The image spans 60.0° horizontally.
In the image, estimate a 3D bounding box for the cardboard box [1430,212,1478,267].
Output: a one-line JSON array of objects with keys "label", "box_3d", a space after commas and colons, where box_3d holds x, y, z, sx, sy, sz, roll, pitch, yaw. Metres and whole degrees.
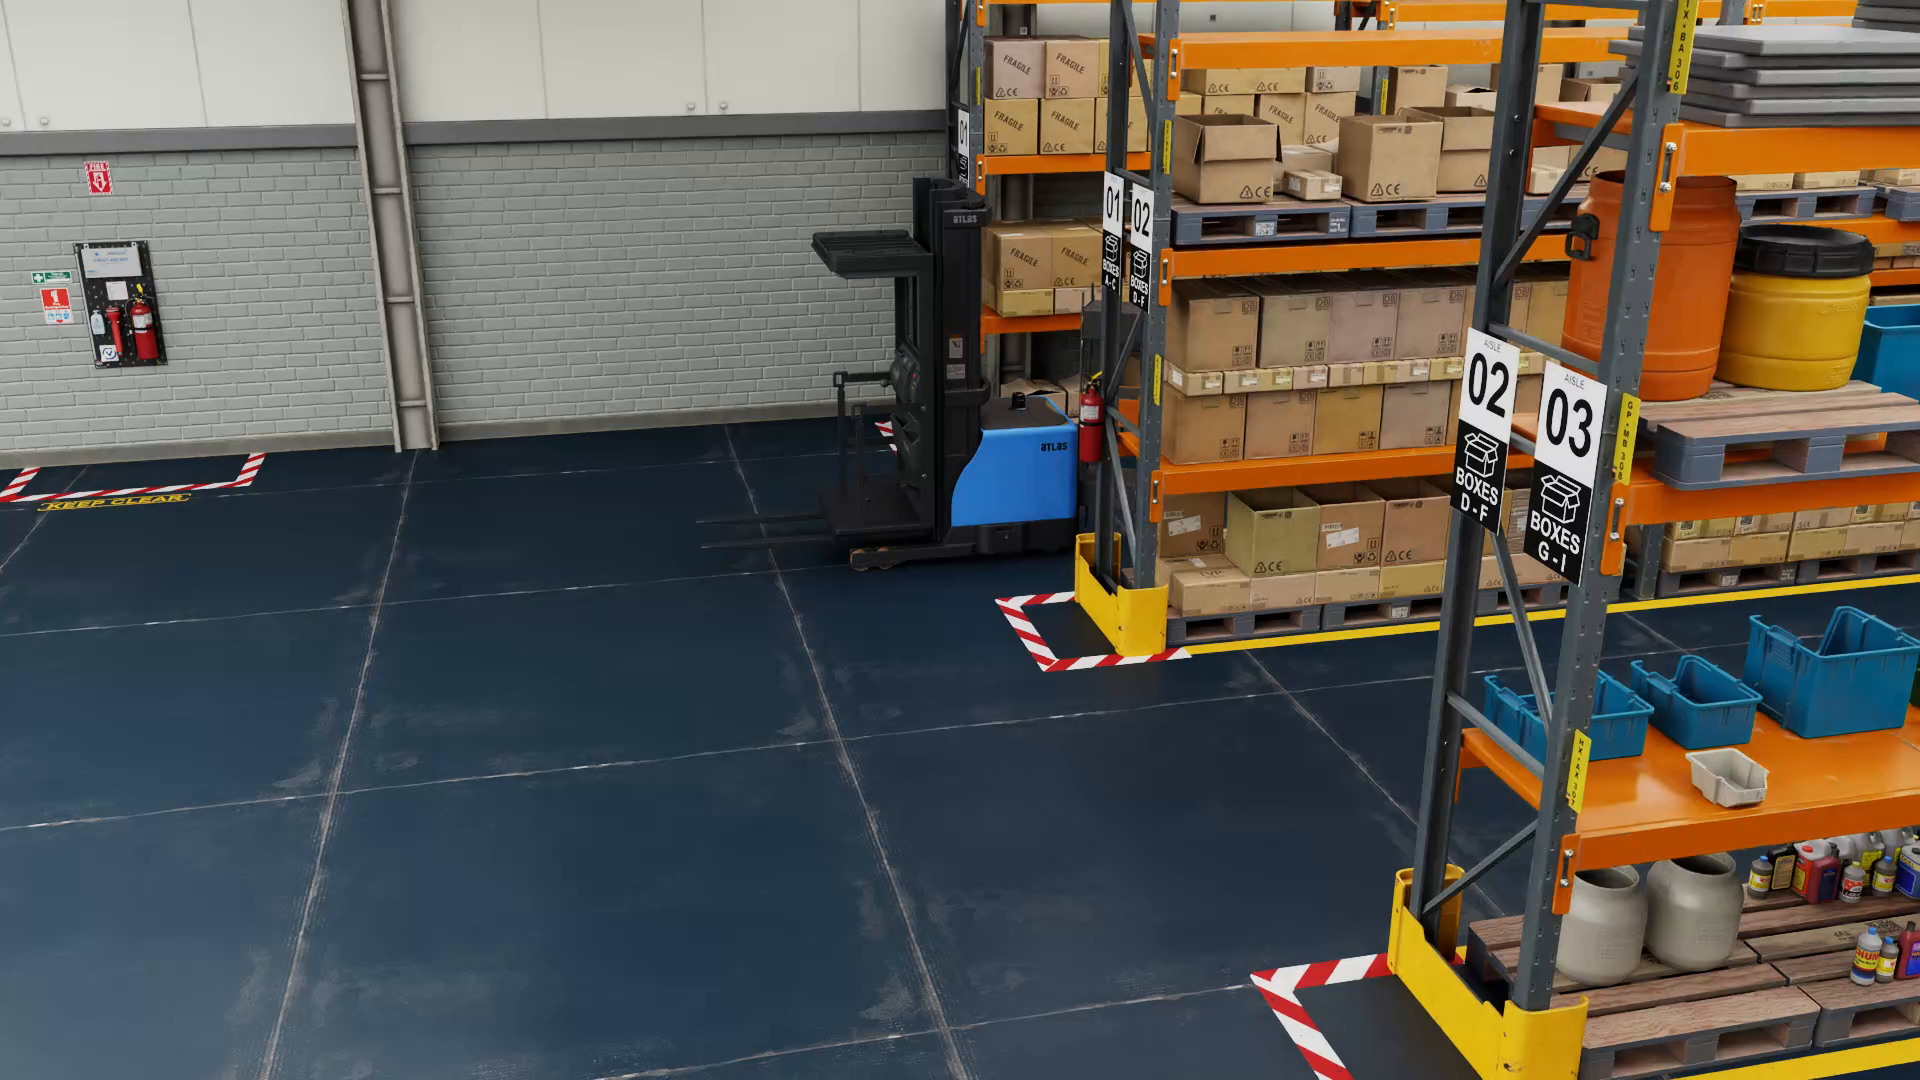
[{"label": "cardboard box", "box_3d": [4.977, -3.098, 17.125, 0.500, 0.500, 0.700, -3, 20, -7]}]

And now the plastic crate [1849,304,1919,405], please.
[{"label": "plastic crate", "box_3d": [4.101, -0.793, 7.281, 0.575, 0.384, 0.392, -5, 21, -12]}]

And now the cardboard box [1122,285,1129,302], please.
[{"label": "cardboard box", "box_3d": [1.582, -2.412, 16.228, 0.500, 0.250, 0.500, -5, 21, -13]}]

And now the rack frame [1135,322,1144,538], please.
[{"label": "rack frame", "box_3d": [1.483, -0.969, 13.405, 0.015, 2.100, 0.400, 6, 21, 15]}]

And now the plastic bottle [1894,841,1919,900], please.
[{"label": "plastic bottle", "box_3d": [4.788, 1.636, 8.307, 0.135, 0.276, 0.152, -5, 21, -12]}]

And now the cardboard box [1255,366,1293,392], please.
[{"label": "cardboard box", "box_3d": [2.110, -1.150, 11.506, 0.250, 0.149, 0.380, -5, 21, -12]}]

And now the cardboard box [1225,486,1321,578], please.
[{"label": "cardboard box", "box_3d": [2.238, -0.065, 11.929, 0.500, 0.500, 0.500, -5, 21, -12]}]

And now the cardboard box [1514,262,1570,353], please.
[{"label": "cardboard box", "box_3d": [4.150, -1.694, 12.046, 0.500, 0.500, 0.700, -5, 21, -13]}]

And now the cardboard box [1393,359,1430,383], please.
[{"label": "cardboard box", "box_3d": [3.106, -1.231, 11.725, 0.250, 0.149, 0.380, -4, 21, -12]}]

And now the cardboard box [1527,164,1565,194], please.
[{"label": "cardboard box", "box_3d": [3.960, -2.482, 11.419, 0.250, 0.149, 0.380, -5, 21, -12]}]

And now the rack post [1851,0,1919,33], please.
[{"label": "rack post", "box_3d": [4.193, -2.086, 6.536, 0.954, 0.300, 0.937, -5, 21, -13]}]

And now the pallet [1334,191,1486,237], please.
[{"label": "pallet", "box_3d": [3.062, -2.311, 11.530, 1.213, 0.211, 1.003, -5, 21, -12]}]

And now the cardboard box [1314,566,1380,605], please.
[{"label": "cardboard box", "box_3d": [2.724, 0.247, 12.167, 0.500, 0.250, 0.500, -5, 21, -12]}]

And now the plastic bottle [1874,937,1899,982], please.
[{"label": "plastic bottle", "box_3d": [4.252, 1.919, 7.642, 0.097, 0.201, 0.097, 0, 20, 0]}]

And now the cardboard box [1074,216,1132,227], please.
[{"label": "cardboard box", "box_3d": [1.439, -2.935, 16.565, 0.500, 0.500, 0.500, -5, 21, -14]}]

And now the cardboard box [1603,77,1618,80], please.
[{"label": "cardboard box", "box_3d": [7.067, -4.575, 17.407, 0.500, 0.500, 0.500, -5, 21, -12]}]

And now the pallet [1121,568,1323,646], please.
[{"label": "pallet", "box_3d": [1.913, 0.436, 12.318, 1.213, 0.211, 1.003, -5, 21, -12]}]

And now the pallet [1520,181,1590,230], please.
[{"label": "pallet", "box_3d": [4.247, -2.406, 11.790, 1.213, 0.211, 1.003, -5, 21, -12]}]

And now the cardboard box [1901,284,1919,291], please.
[{"label": "cardboard box", "box_3d": [11.111, -2.499, 18.791, 0.750, 0.750, 0.750, -4, 21, -12]}]

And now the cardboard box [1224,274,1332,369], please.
[{"label": "cardboard box", "box_3d": [2.198, -1.535, 11.613, 0.500, 0.500, 0.700, -5, 21, -14]}]

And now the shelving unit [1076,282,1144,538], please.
[{"label": "shelving unit", "box_3d": [1.248, -0.993, 13.469, 0.503, 2.100, 0.431, 6, 21, 15]}]

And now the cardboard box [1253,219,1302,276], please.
[{"label": "cardboard box", "box_3d": [3.055, -2.882, 16.420, 0.500, 0.500, 0.500, -5, 21, -13]}]

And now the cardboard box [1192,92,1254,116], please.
[{"label": "cardboard box", "box_3d": [2.468, -4.023, 15.901, 0.500, 0.500, 0.500, -5, 21, -15]}]

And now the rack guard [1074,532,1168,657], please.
[{"label": "rack guard", "box_3d": [1.155, 0.377, 12.059, 0.348, 0.500, 1.175, -5, 21, -12]}]

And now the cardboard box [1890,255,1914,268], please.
[{"label": "cardboard box", "box_3d": [10.203, -3.091, 18.227, 0.250, 0.149, 0.380, -5, 21, -14]}]

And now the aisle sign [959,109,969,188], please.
[{"label": "aisle sign", "box_3d": [0.034, -3.571, 15.423, 0.004, 0.787, 0.394, -5, 21, -12]}]

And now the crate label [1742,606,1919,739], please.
[{"label": "crate label", "box_3d": [4.044, 0.607, 7.746, 0.616, 0.435, 0.502, -5, 21, -12]}]

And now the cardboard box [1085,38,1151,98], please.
[{"label": "cardboard box", "box_3d": [1.462, -4.407, 15.496, 0.500, 0.500, 0.500, -4, 21, -11]}]

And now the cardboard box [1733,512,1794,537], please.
[{"label": "cardboard box", "box_3d": [6.019, -0.272, 12.768, 0.500, 0.311, 0.500, -5, 21, -13]}]

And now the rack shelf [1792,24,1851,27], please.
[{"label": "rack shelf", "box_3d": [7.018, -3.565, 12.092, 4.000, 0.370, 1.077, -5, 21, -12]}]

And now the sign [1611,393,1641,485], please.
[{"label": "sign", "box_3d": [2.437, -0.369, 6.086, 0.005, 0.325, 0.100, -5, 21, -12]}]

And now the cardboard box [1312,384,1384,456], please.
[{"label": "cardboard box", "box_3d": [2.631, -0.959, 11.926, 0.500, 0.500, 0.700, -5, 21, -12]}]

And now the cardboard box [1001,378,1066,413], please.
[{"label": "cardboard box", "box_3d": [0.729, -1.425, 16.614, 0.500, 0.311, 0.500, -7, 21, -19]}]

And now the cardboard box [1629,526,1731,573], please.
[{"label": "cardboard box", "box_3d": [5.521, 0.029, 12.760, 0.500, 0.250, 0.500, -5, 21, -14]}]

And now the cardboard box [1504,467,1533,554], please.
[{"label": "cardboard box", "box_3d": [4.181, -0.228, 12.373, 0.500, 0.500, 0.500, -5, 21, -12]}]

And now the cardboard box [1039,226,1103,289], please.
[{"label": "cardboard box", "box_3d": [1.052, -2.721, 15.980, 0.500, 0.500, 0.500, -5, 21, -12]}]

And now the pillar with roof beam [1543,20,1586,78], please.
[{"label": "pillar with roof beam", "box_3d": [7.347, -4.653, 13.433, 0.400, 9.000, 9.100, -5, 21, -12]}]

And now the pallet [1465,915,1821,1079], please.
[{"label": "pallet", "box_3d": [3.170, 2.085, 7.817, 1.213, 0.211, 1.003, -5, 21, -12]}]

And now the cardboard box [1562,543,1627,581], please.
[{"label": "cardboard box", "box_3d": [4.670, 0.088, 12.600, 0.500, 0.250, 0.500, -5, 21, -12]}]

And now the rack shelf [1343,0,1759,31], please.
[{"label": "rack shelf", "box_3d": [5.874, -5.223, 16.617, 4.000, 0.370, 1.077, -5, 21, -12]}]

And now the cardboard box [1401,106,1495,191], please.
[{"label": "cardboard box", "box_3d": [3.440, -2.747, 11.628, 0.637, 0.503, 0.797, -2, 20, -6]}]

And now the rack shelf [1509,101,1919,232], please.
[{"label": "rack shelf", "box_3d": [4.261, -1.590, 6.700, 4.000, 0.370, 1.077, -5, 21, -12]}]

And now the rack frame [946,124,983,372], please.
[{"label": "rack frame", "box_3d": [0.035, -2.457, 16.160, 0.127, 3.000, 1.000, -5, 21, -12]}]

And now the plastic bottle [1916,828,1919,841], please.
[{"label": "plastic bottle", "box_3d": [4.973, 1.551, 8.530, 0.133, 0.283, 0.061, -4, 20, -10]}]

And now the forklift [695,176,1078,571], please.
[{"label": "forklift", "box_3d": [-0.616, -1.331, 13.186, 3.031, 2.935, 1.130, -4, 21, -11]}]

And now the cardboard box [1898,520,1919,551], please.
[{"label": "cardboard box", "box_3d": [7.517, -0.134, 13.207, 0.500, 0.250, 0.500, -4, 21, -11]}]

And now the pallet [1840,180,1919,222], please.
[{"label": "pallet", "box_3d": [7.237, -2.579, 12.407, 1.213, 0.211, 1.003, -4, 20, -10]}]

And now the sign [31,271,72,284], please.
[{"label": "sign", "box_3d": [-8.291, -2.398, 15.177, 0.331, 0.109, 0.001, -5, 21, -12]}]

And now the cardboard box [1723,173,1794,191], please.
[{"label": "cardboard box", "box_3d": [5.673, -2.696, 12.061, 0.500, 0.250, 0.500, -3, 20, -7]}]

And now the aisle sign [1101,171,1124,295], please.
[{"label": "aisle sign", "box_3d": [1.047, -2.113, 11.442, 0.004, 0.787, 0.394, -5, 21, -12]}]

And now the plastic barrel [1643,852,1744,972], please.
[{"label": "plastic barrel", "box_3d": [3.426, 1.713, 7.783, 0.421, 0.512, 0.421, 0, 20, 0]}]

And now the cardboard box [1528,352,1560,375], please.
[{"label": "cardboard box", "box_3d": [4.105, -1.312, 11.947, 0.250, 0.149, 0.380, -5, 21, -13]}]

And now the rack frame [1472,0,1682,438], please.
[{"label": "rack frame", "box_3d": [2.315, -1.957, 6.075, 0.127, 3.000, 1.000, -5, 21, -12]}]

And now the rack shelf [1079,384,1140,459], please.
[{"label": "rack shelf", "box_3d": [1.248, -0.981, 13.474, 0.480, 0.518, 0.431, 6, 21, 15]}]

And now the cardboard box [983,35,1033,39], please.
[{"label": "cardboard box", "box_3d": [0.395, -4.513, 15.784, 0.500, 0.500, 0.500, -4, 20, -10]}]

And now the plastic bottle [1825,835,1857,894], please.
[{"label": "plastic bottle", "box_3d": [4.388, 1.618, 8.357, 0.135, 0.276, 0.152, -5, 21, -14]}]

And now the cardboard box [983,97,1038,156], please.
[{"label": "cardboard box", "box_3d": [0.418, -3.864, 15.467, 0.500, 0.500, 0.500, -4, 21, -11]}]
